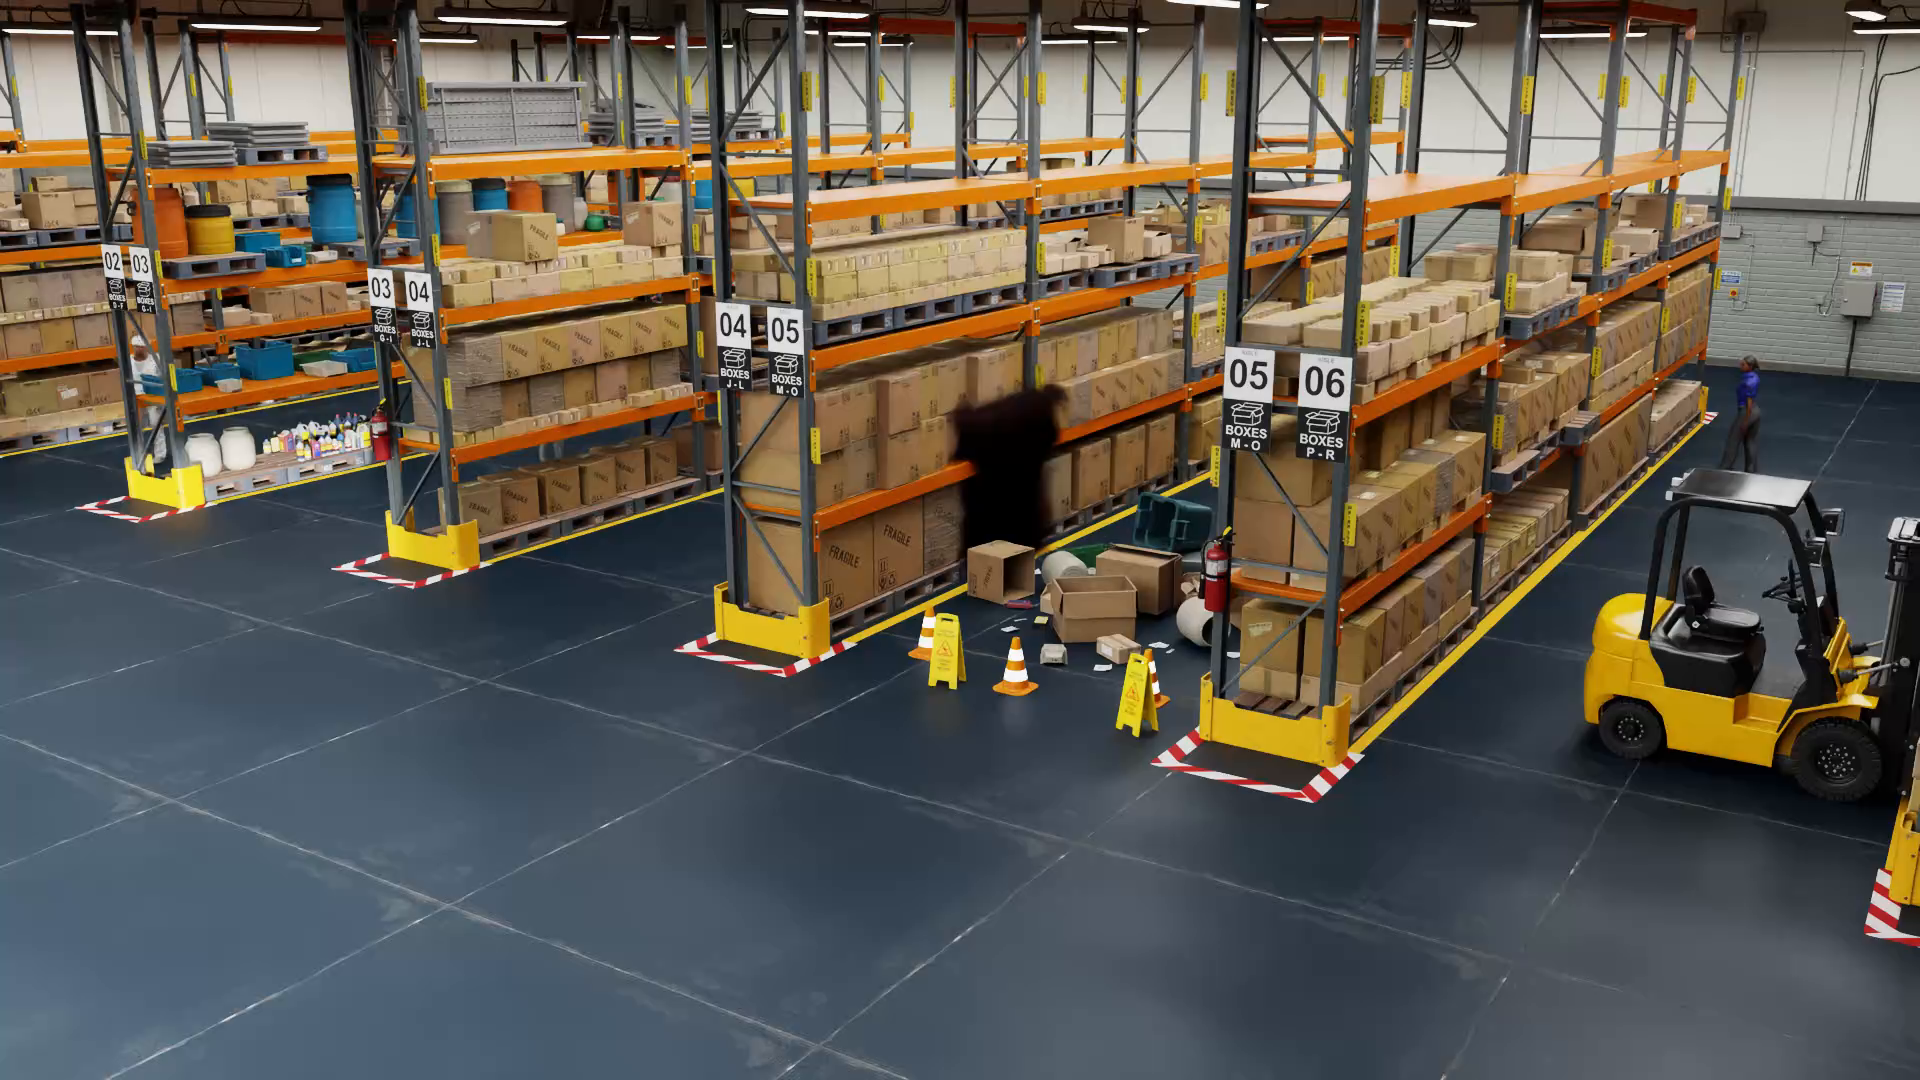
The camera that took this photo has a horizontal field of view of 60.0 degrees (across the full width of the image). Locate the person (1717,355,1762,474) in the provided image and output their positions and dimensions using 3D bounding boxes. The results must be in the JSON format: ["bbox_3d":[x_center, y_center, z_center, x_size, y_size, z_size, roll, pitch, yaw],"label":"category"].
[{"bbox_3d":[10.335,-1.638,22.056,0.567,1.651,0.522,13,20,39],"label":"person"}]

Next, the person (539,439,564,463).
[{"bbox_3d":[-5.515,-1.736,22.346,0.511,1.681,0.383,-5,16,-17],"label":"person"}]

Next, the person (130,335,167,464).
[{"bbox_3d":[-11.187,-1.914,22.887,0.613,1.828,0.397,-3,16,-9],"label":"person"}]
